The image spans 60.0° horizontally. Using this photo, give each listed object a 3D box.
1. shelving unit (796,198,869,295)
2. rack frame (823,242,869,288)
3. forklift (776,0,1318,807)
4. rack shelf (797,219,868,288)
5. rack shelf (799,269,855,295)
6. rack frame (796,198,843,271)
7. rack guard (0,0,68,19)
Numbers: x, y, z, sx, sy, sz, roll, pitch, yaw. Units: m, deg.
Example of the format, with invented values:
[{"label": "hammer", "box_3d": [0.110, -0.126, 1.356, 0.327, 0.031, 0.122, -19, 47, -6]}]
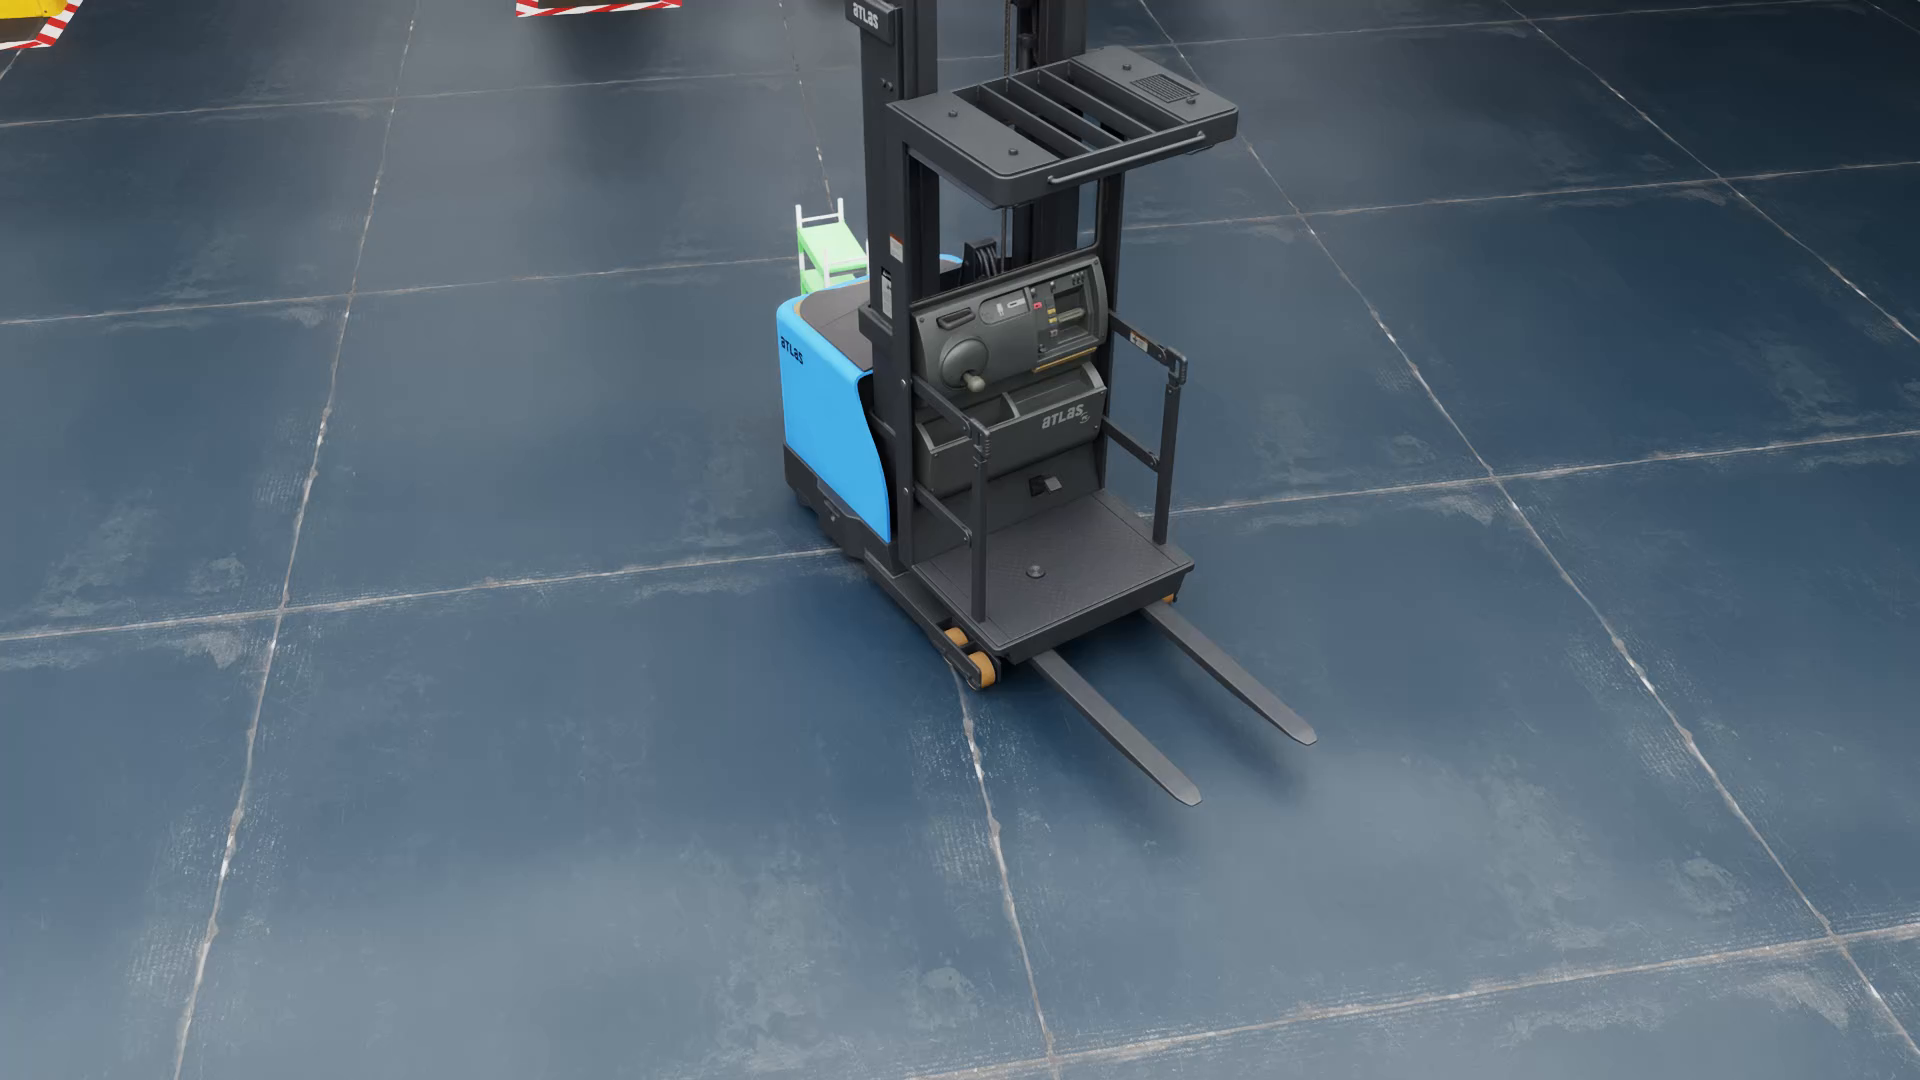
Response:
[{"label": "shelving unit", "box_3d": [-0.627, -1.086, 8.570, 0.258, 1.200, 0.503, -12, 40, -15]}, {"label": "rack frame", "box_3d": [-0.545, -0.946, 8.389, 0.240, 1.200, 0.015, -12, 40, -15]}, {"label": "forklift", "box_3d": [0.345, -0.835, 6.836, 1.130, 2.935, 3.031, -22, 43, -26]}, {"label": "rack shelf", "box_3d": [-0.627, -1.415, 8.315, 0.258, 0.148, 0.480, -12, 40, -15]}, {"label": "rack shelf", "box_3d": [-0.627, -1.226, 8.462, 0.258, 0.148, 0.480, -12, 40, -15]}, {"label": "rack frame", "box_3d": [-0.709, -1.227, 8.752, 0.240, 1.200, 0.015, -12, 40, -15]}, {"label": "rack guard", "box_3d": [-8.032, -4.561, 13.613, 1.175, 0.500, 0.348, -6, 38, -8]}]
